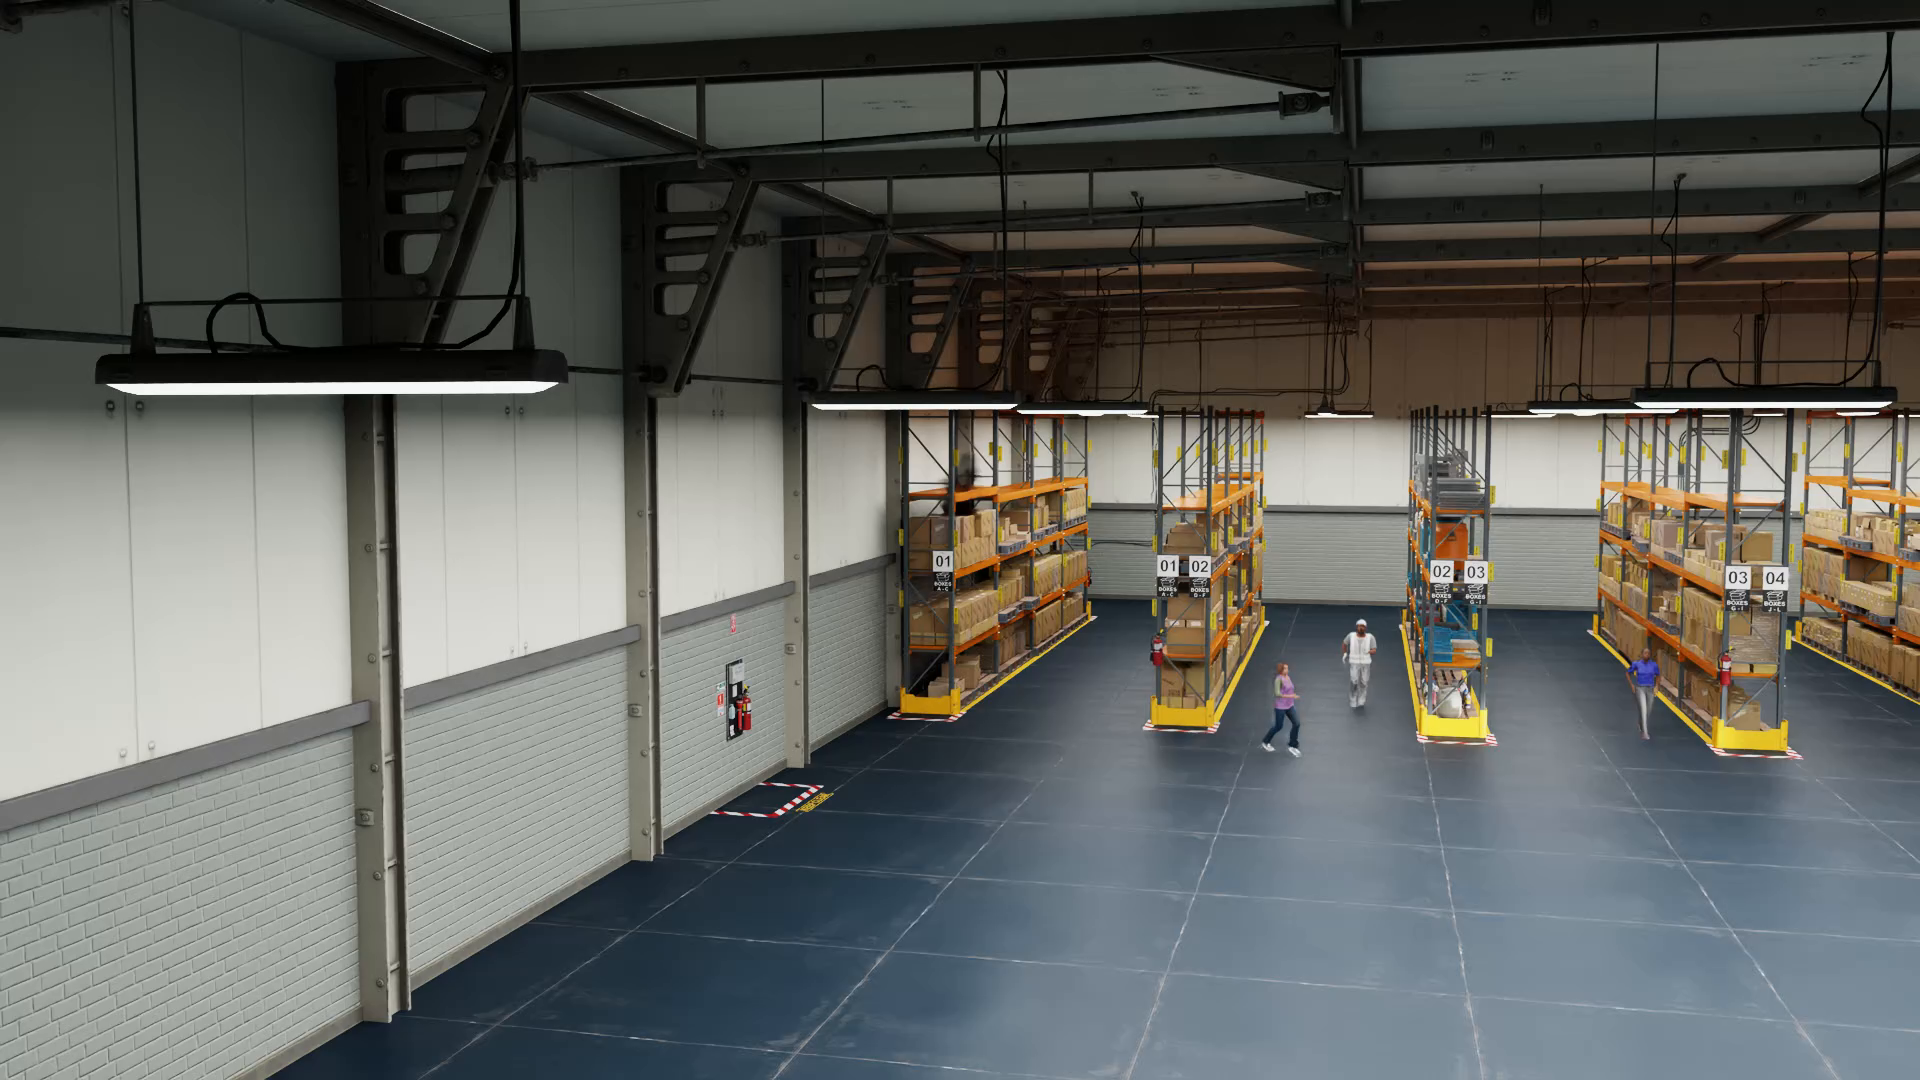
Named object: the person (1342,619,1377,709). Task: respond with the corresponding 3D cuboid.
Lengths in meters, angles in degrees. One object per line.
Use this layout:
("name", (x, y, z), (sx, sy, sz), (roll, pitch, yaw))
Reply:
("person", (7.926, 2.467, 32.969), (0.655, 1.786, 0.704), (1, 4, 9))

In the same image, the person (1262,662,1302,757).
("person", (5.524, 2.894, 28.485), (0.541, 1.619, 0.729), (-4, 6, -44))

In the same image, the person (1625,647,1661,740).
("person", (12.376, 2.751, 30.131), (0.595, 1.647, 0.753), (0, 4, 7))

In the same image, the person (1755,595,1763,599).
("person", (21.312, 1.707, 44.483), (0.562, 1.680, 0.747), (0, 4, -5))
